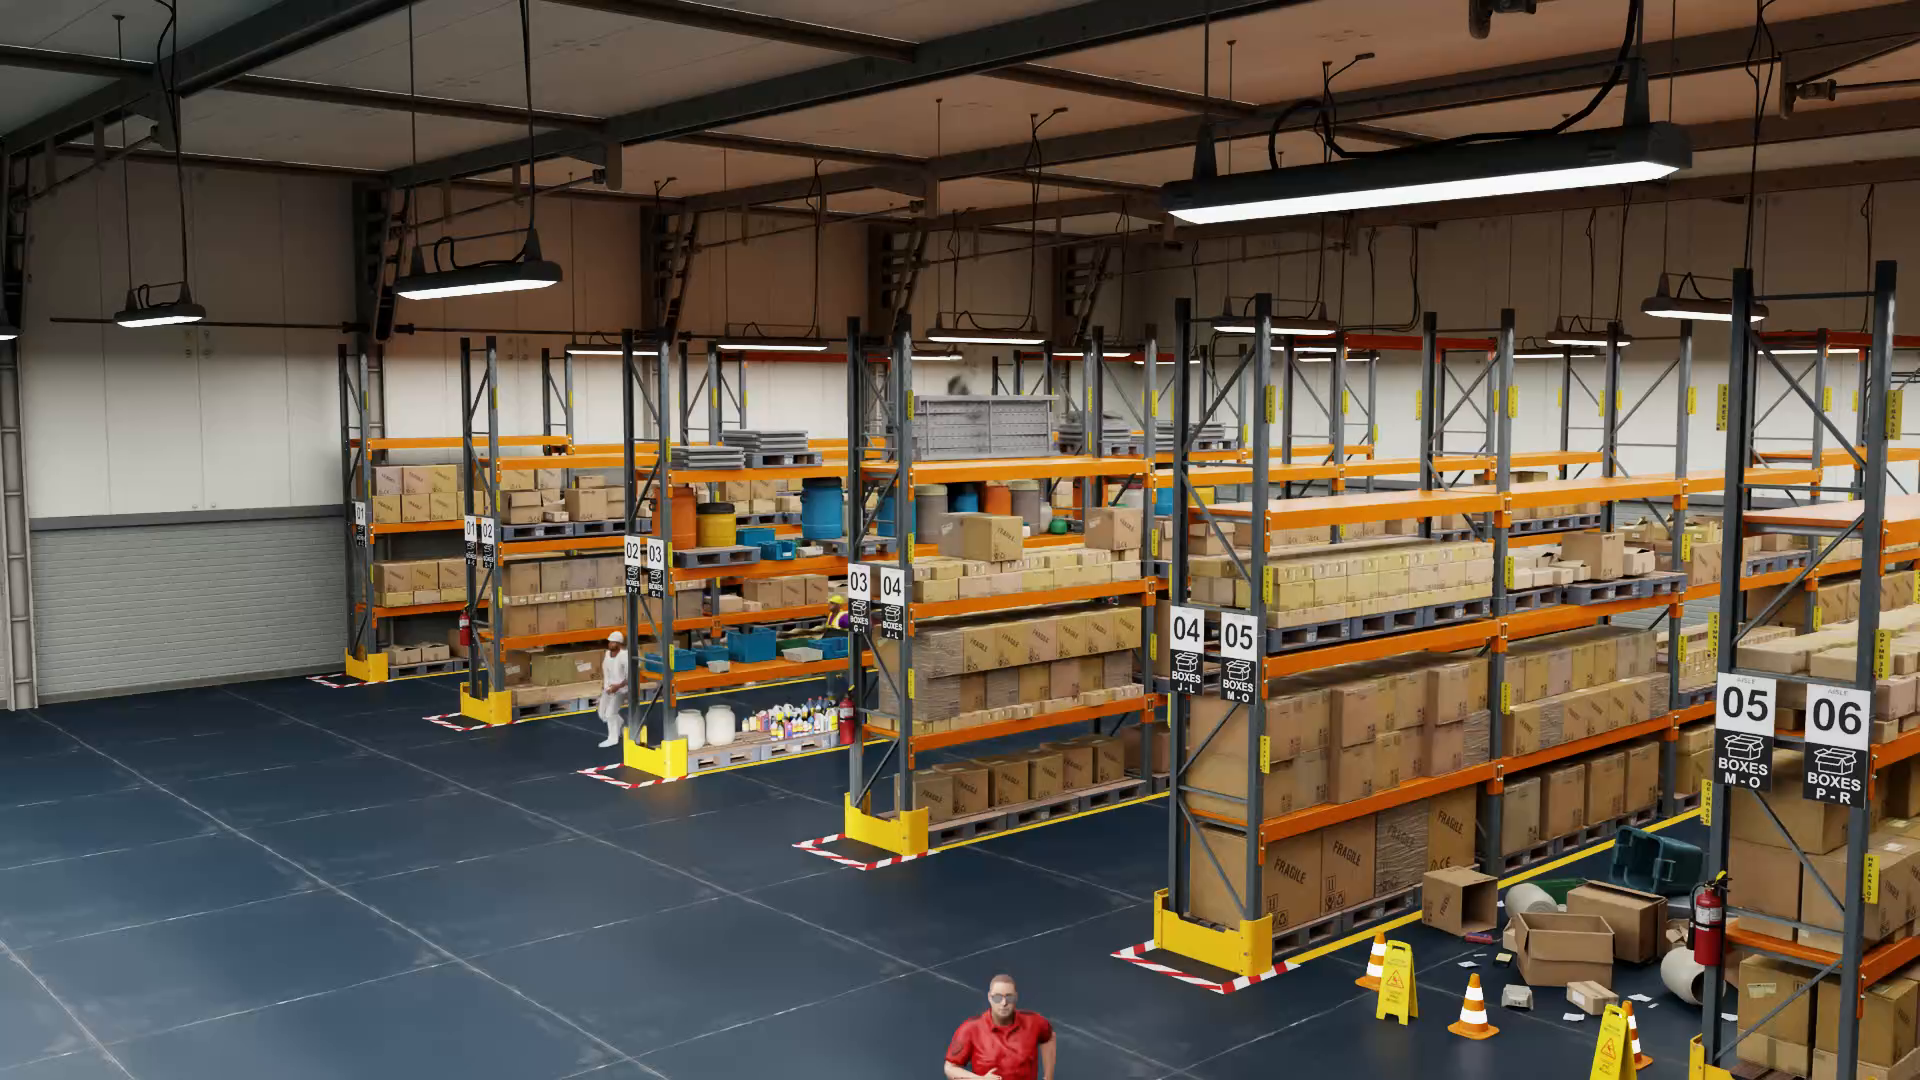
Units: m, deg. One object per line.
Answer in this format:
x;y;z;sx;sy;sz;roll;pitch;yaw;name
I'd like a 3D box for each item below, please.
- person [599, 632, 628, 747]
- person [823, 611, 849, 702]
-4.966;2.166;24.132;0.679;1.708;0.565;3;6;31;person
-1.943;1.953;27.672;0.745;1.576;0.434;-5;7;-42;person
